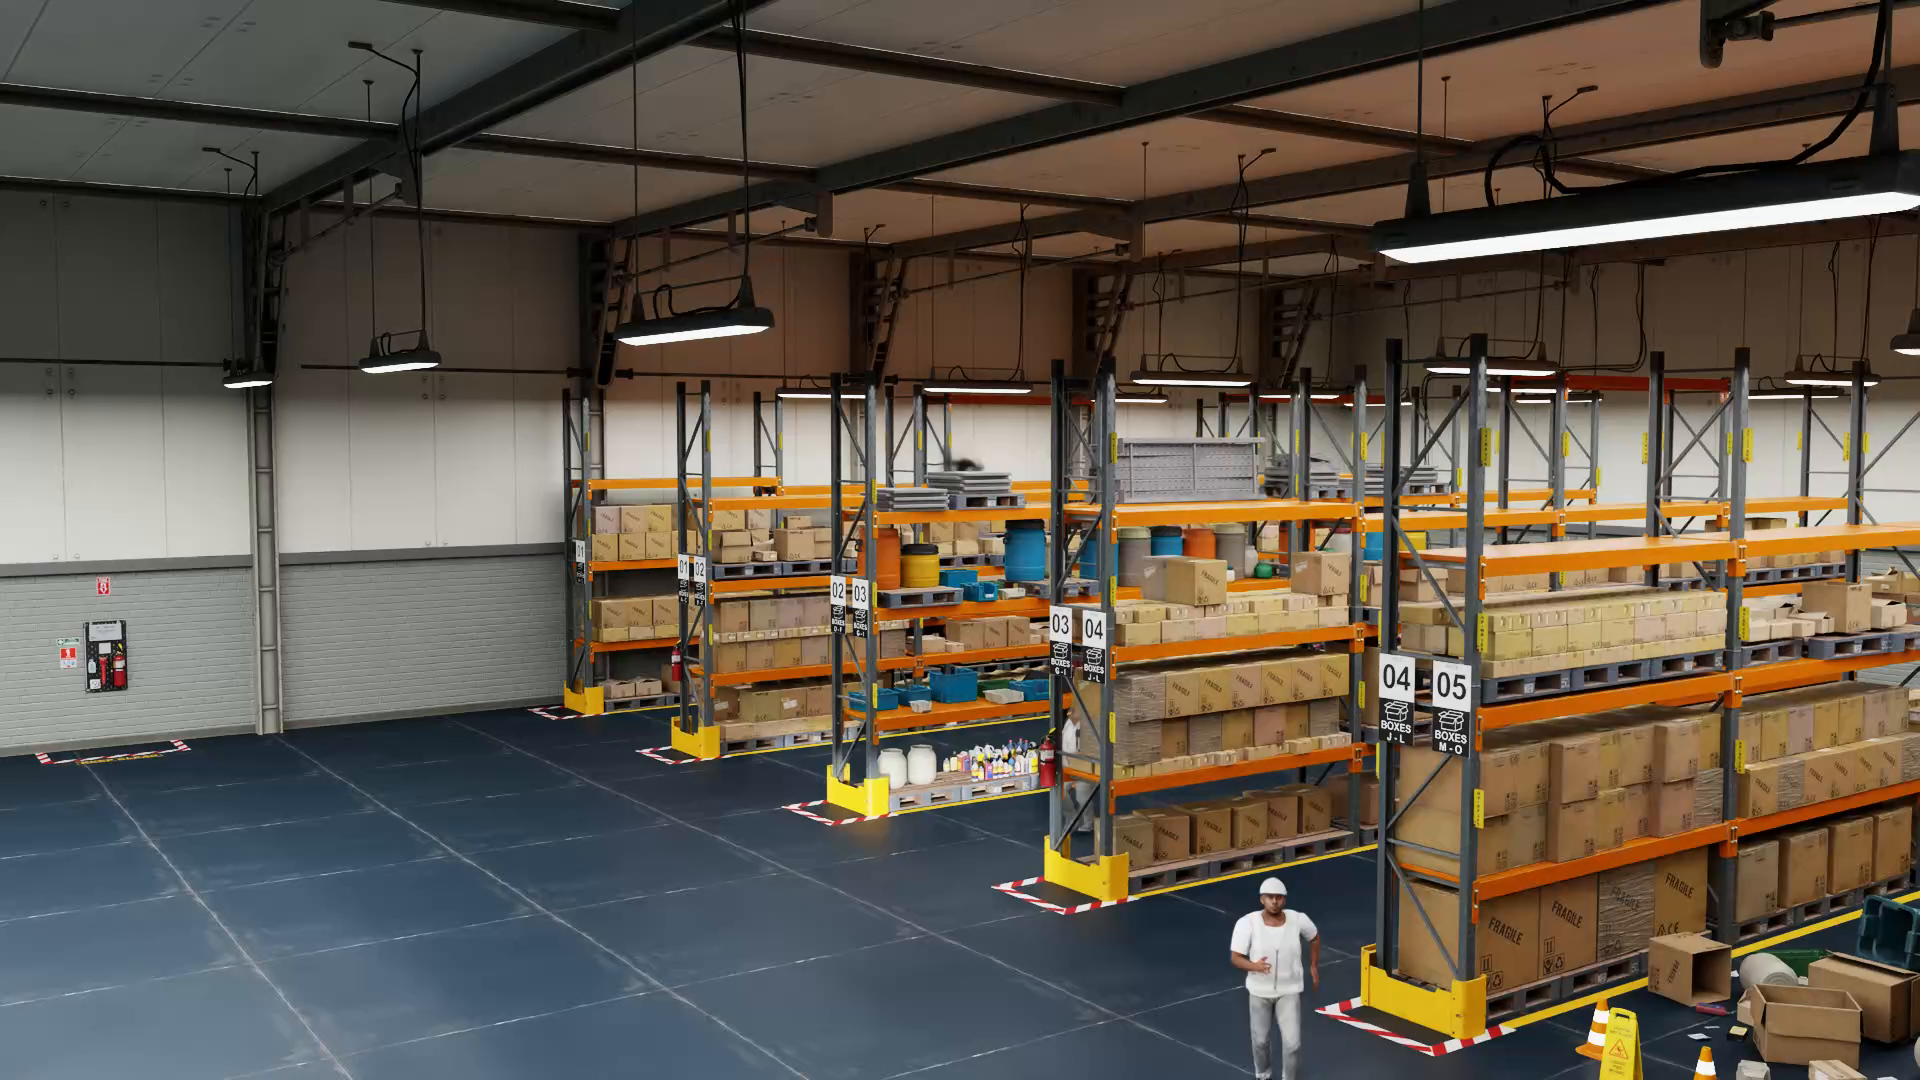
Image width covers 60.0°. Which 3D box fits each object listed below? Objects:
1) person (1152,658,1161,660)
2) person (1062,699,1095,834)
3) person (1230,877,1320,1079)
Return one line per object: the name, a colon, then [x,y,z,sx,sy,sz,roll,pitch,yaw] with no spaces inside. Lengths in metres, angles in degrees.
person: [3.277,2.538,27.999,0.704,1.631,0.515,-3,5,-40]
person: [1.493,2.928,21.321,0.654,1.803,0.715,3,5,40]
person: [2.405,3.475,12.679,0.684,1.816,0.731,1,4,9]
